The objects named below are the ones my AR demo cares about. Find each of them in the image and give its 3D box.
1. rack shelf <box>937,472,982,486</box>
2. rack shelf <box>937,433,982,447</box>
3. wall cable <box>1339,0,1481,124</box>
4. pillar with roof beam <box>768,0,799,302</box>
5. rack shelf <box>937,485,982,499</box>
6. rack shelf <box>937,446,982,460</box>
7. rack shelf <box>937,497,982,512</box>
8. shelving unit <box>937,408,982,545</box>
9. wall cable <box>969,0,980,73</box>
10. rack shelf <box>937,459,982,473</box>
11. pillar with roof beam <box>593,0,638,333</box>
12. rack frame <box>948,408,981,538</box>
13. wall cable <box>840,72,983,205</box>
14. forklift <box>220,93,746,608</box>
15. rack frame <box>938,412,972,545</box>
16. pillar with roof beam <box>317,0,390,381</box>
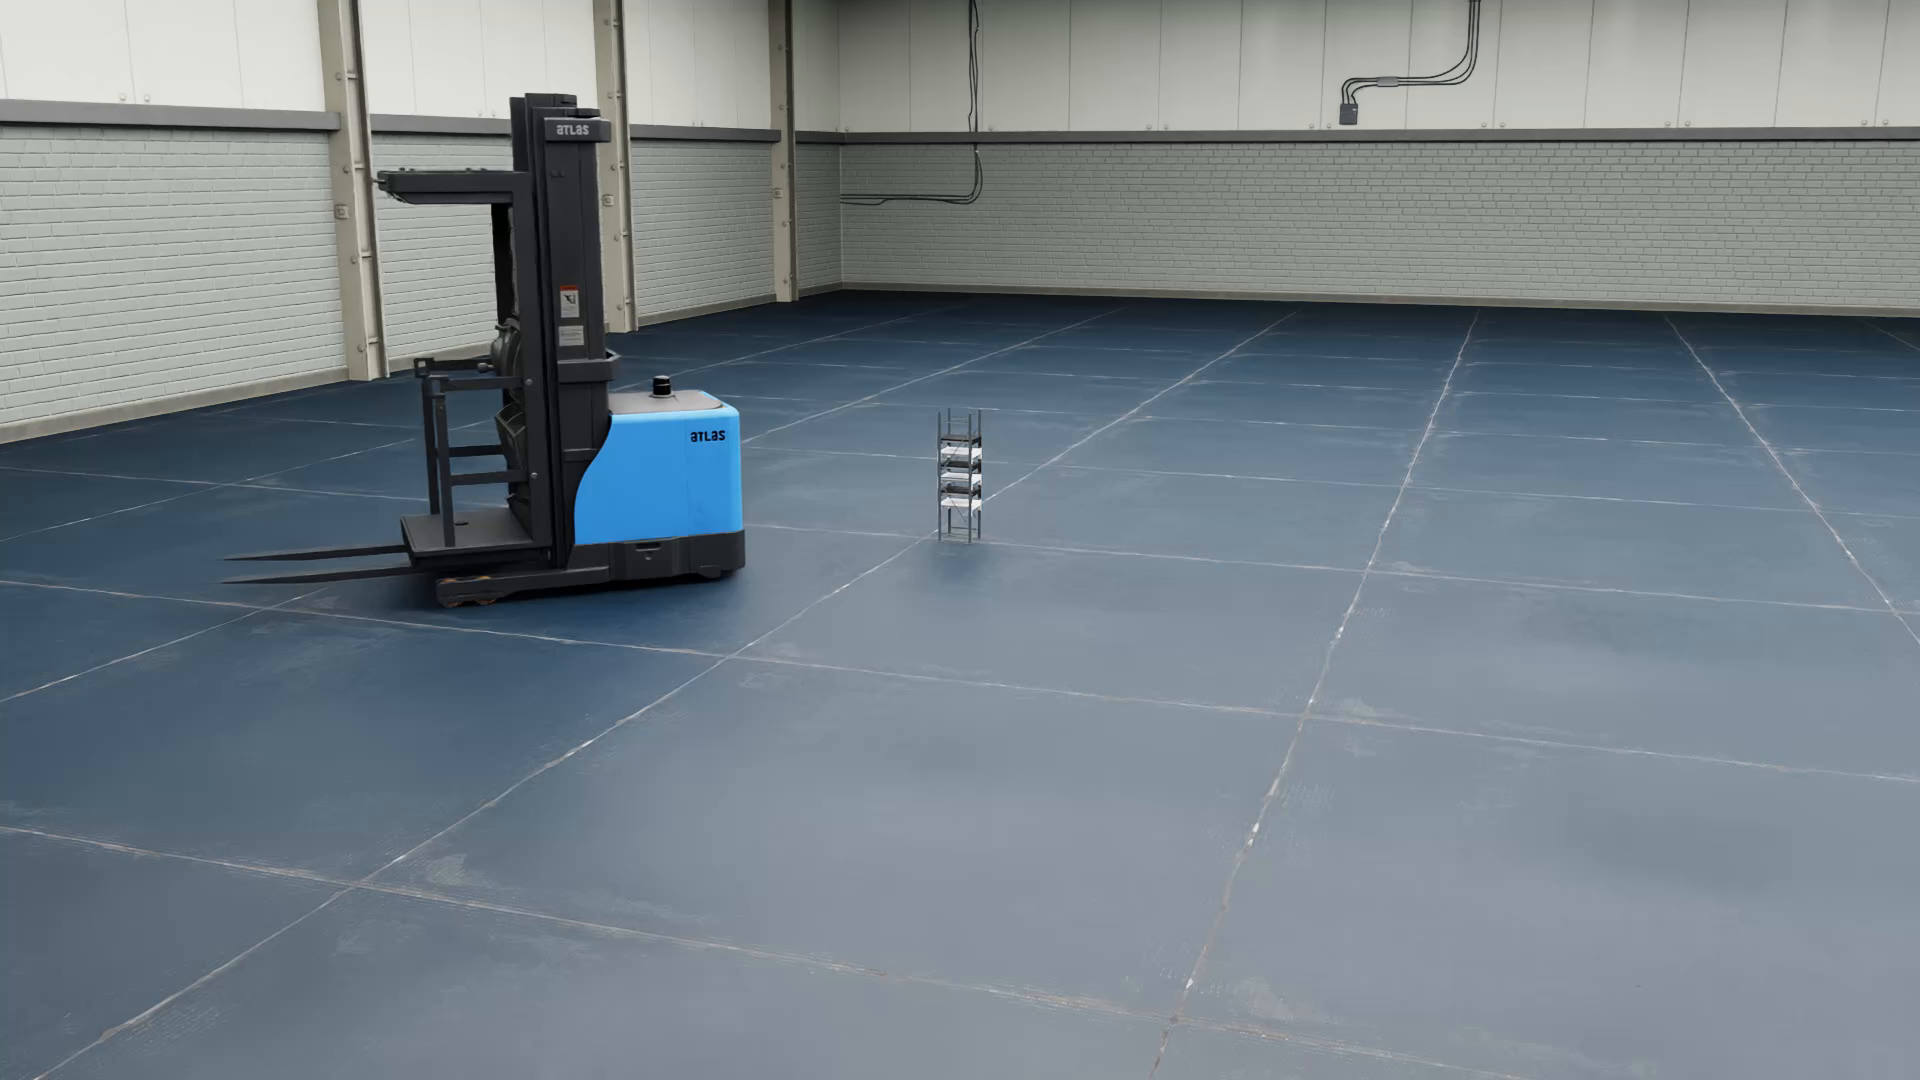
[{"bbox_3d":[-0.003,-0.405,11.388,0.258,0.077,0.200,4,14,18],"label":"rack shelf"},{"bbox_3d":[-0.003,-0.668,11.328,0.258,0.077,0.200,4,14,18],"label":"rack shelf"},{"bbox_3d":[7.946,-10.358,29.003,2.305,6.003,0.169,4,14,18],"label":"wall cable"},{"bbox_3d":[0.837,-8.552,28.732,9.100,9.000,0.400,4,14,18],"label":"pillar with roof beam"},{"bbox_3d":[-0.003,-0.317,11.408,0.258,0.077,0.200,4,14,18],"label":"rack shelf"},{"bbox_3d":[-0.003,-0.580,11.348,0.258,0.077,0.200,4,14,18],"label":"rack shelf"},{"bbox_3d":[-0.003,-0.229,11.428,0.258,0.077,0.200,4,14,18],"label":"rack shelf"},{"bbox_3d":[-0.003,-0.437,11.380,0.258,0.900,0.210,4,14,18],"label":"shelving unit"},{"bbox_3d":[1.528,-10.140,31.320,3.097,2.526,0.112,4,14,18],"label":"wall cable"},{"bbox_3d":[-0.003,-0.492,11.368,0.258,0.077,0.200,4,14,18],"label":"rack shelf"},{"bbox_3d":[-1.104,-7.288,23.197,9.100,9.000,0.400,4,14,18],"label":"pillar with roof beam"},{"bbox_3d":[0.030,-0.458,11.474,0.240,0.900,0.006,4,14,18],"label":"rack frame"},{"bbox_3d":[-1.032,-7.873,32.736,3.097,2.526,0.112,4,14,18],"label":"wall cable"},{"bbox_3d":[-2.916,-1.165,10.006,3.031,2.935,1.130,-5,14,-21],"label":"forklift"},{"bbox_3d":[-0.036,-0.416,11.287,0.240,0.900,0.006,4,14,18],"label":"rack frame"},{"bbox_3d":[-3.045,-6.025,17.662,9.100,9.000,0.400,4,14,18],"label":"pillar with roof beam"}]
